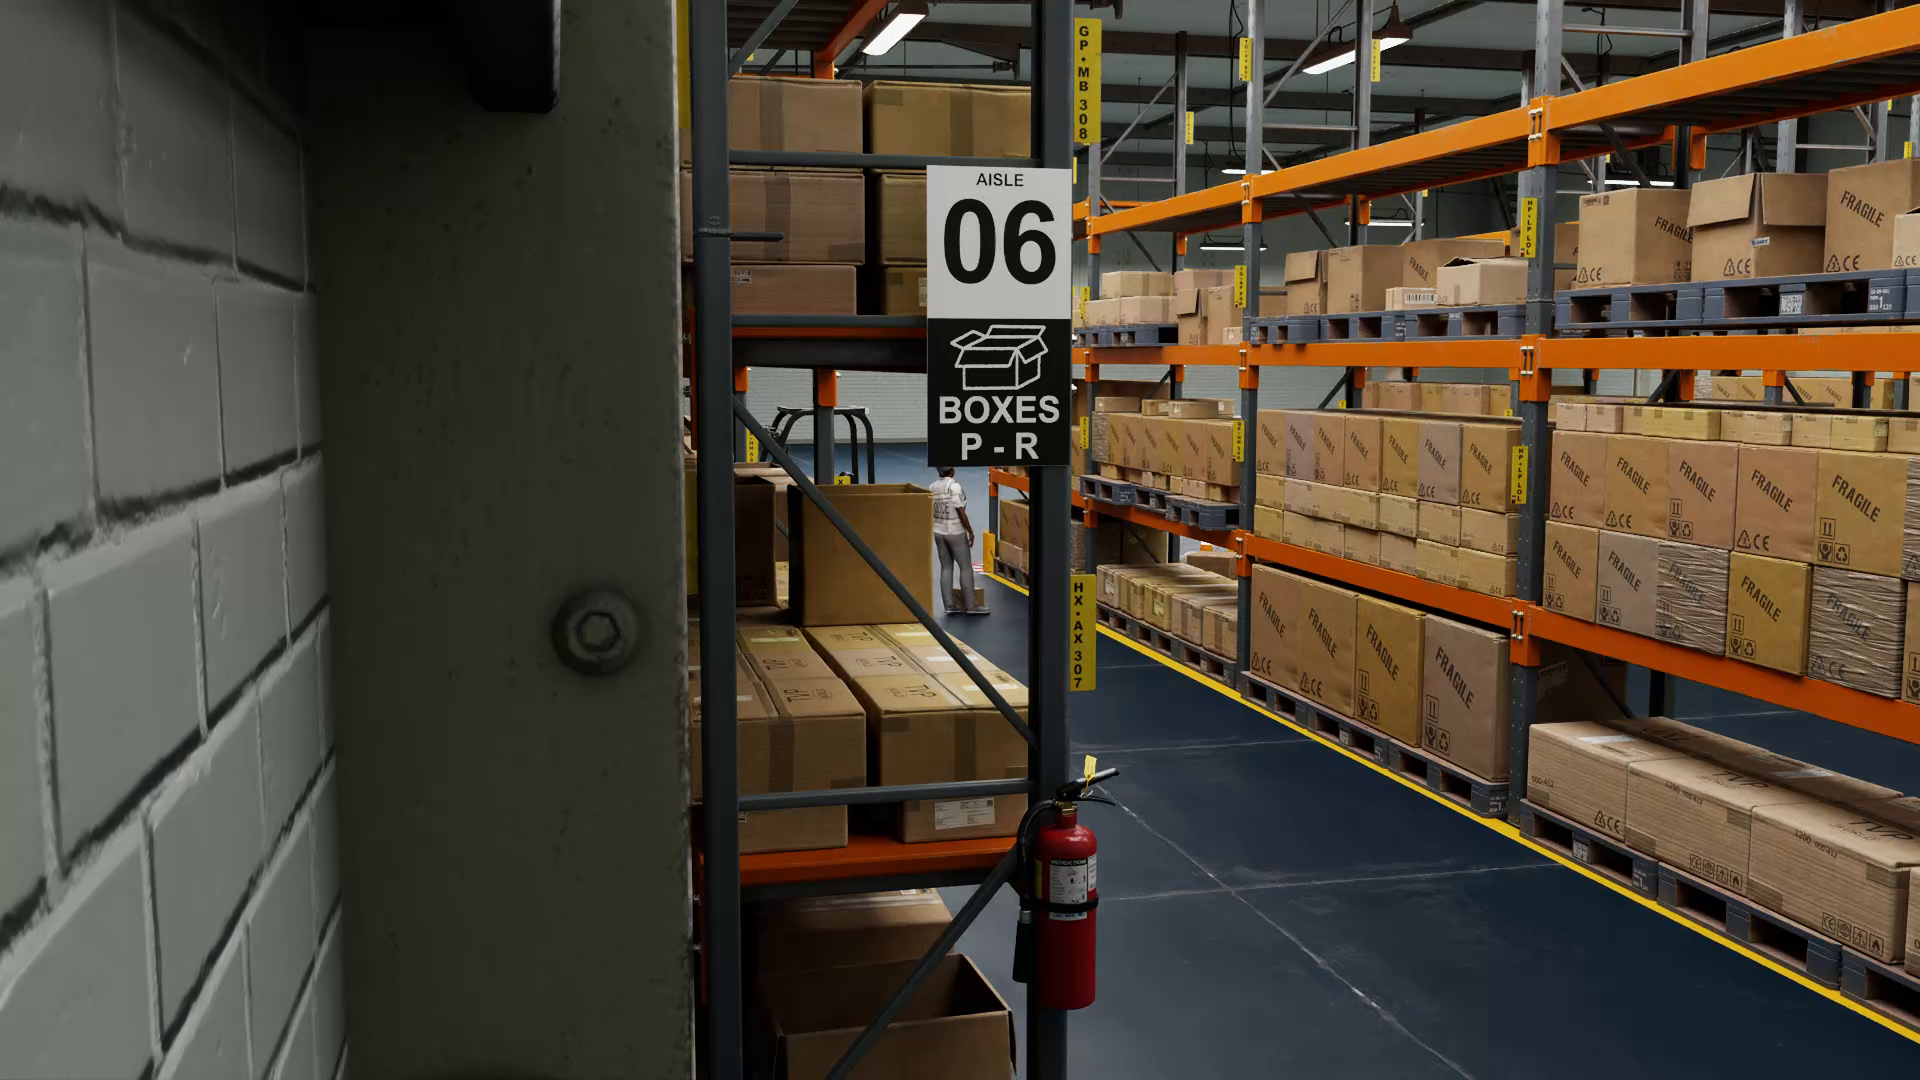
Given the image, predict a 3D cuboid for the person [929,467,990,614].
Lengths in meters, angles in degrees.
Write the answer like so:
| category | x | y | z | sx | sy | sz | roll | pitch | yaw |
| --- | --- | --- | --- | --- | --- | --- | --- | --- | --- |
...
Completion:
| category | x | y | z | sx | sy | sz | roll | pitch | yaw |
| --- | --- | --- | --- | --- | --- | --- | --- | --- | --- |
| person | -0.036 | -0.067 | 17.556 | 0.570 | 1.696 | 0.529 | 6 | 9 | 44 |
